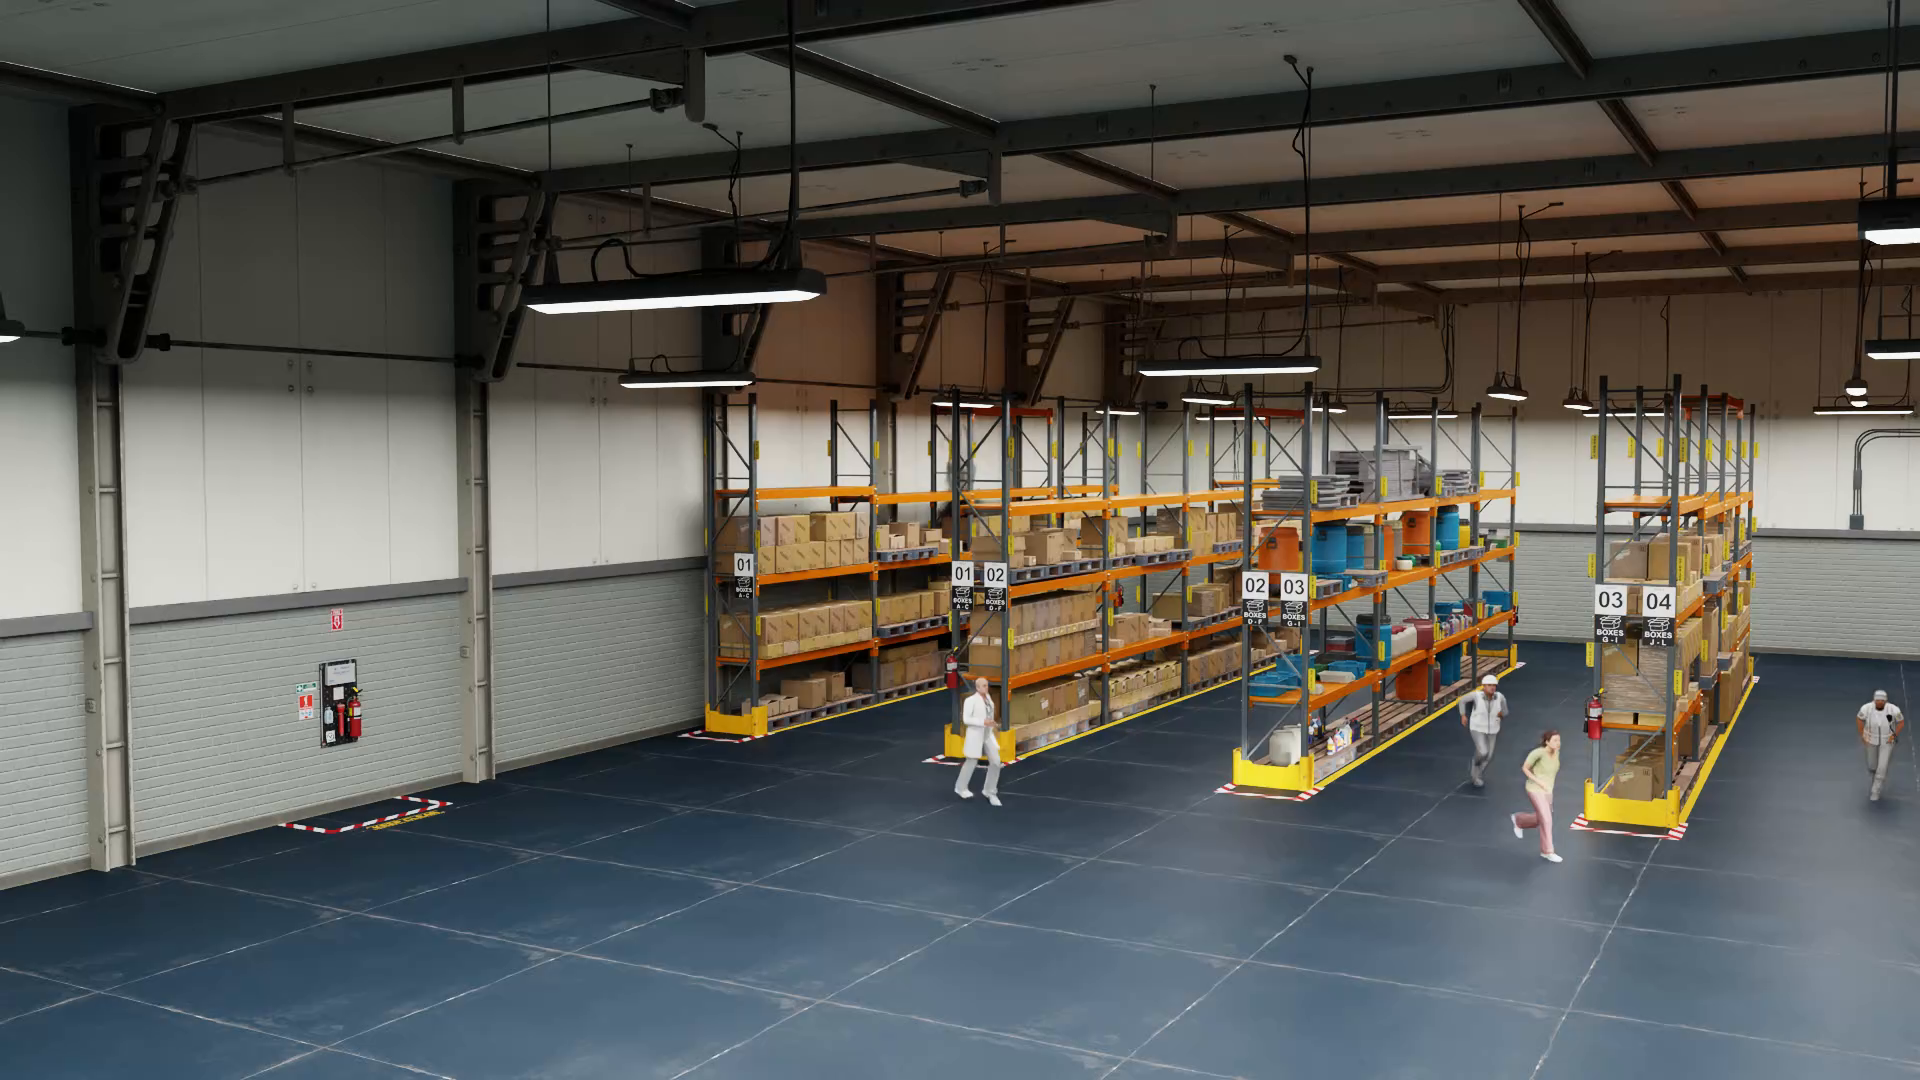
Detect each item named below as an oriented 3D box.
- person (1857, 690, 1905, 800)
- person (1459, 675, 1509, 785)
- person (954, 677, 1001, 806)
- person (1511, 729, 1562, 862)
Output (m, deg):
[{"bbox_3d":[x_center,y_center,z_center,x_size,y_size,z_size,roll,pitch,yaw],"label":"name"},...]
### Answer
[{"bbox_3d":[13.267,2.938,23.978,0.606,1.617,0.891,2,3,27],"label":"person"},{"bbox_3d":[7.752,2.819,24.560,0.644,1.698,0.803,0,3,-4],"label":"person"},{"bbox_3d":[0.261,2.850,23.529,0.641,1.835,0.907,-2,4,-38],"label":"person"},{"bbox_3d":[7.086,3.103,20.510,0.555,1.616,0.787,-1,3,-22],"label":"person"}]
